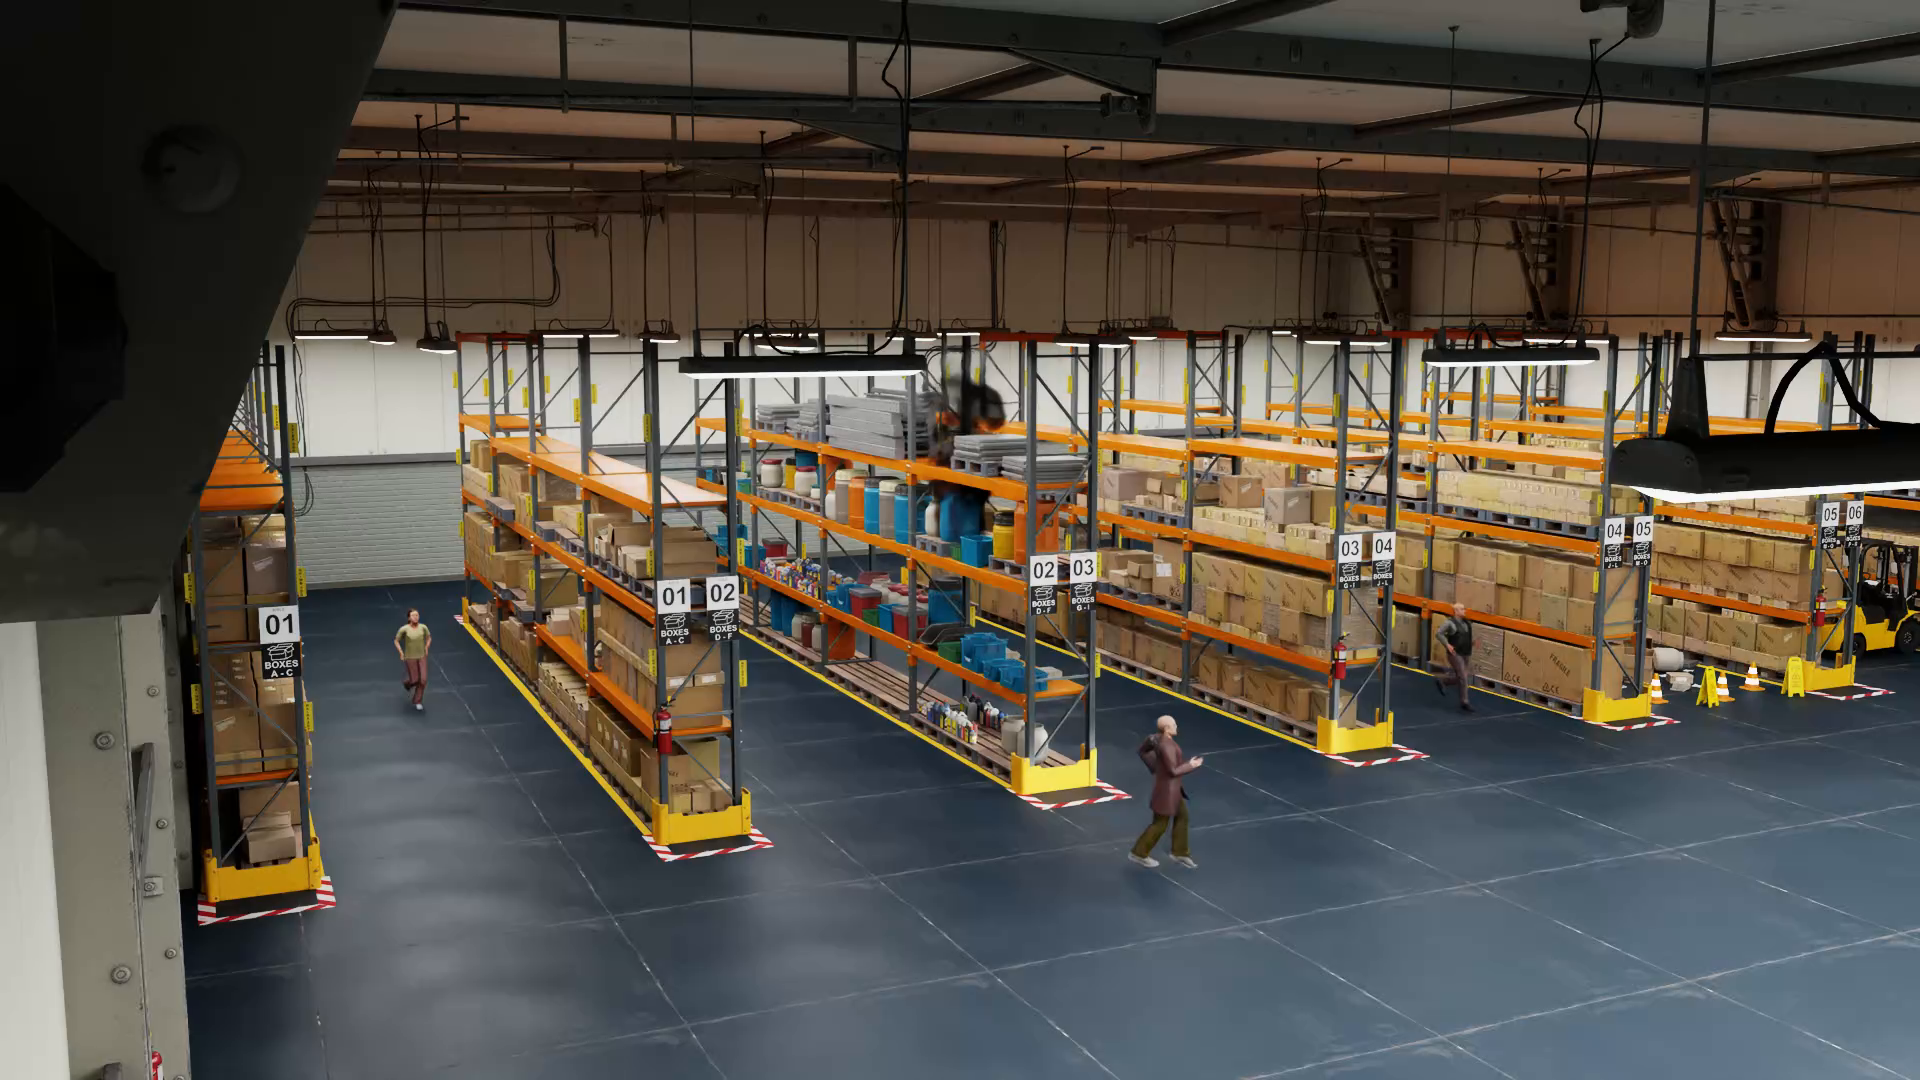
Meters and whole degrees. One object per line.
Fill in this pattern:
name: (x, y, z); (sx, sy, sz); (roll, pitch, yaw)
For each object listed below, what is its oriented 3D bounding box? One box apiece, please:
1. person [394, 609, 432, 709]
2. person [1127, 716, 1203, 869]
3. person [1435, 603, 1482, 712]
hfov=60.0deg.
person: (-8.835, 1.911, 26.950); (0.582, 1.629, 0.561); (-5, 9, -34)
person: (2.333, 2.901, 18.954); (0.842, 1.841, 0.692); (0, 8, 1)
person: (8.042, 1.873, 26.945); (0.662, 1.721, 0.880); (-6, 9, -36)
